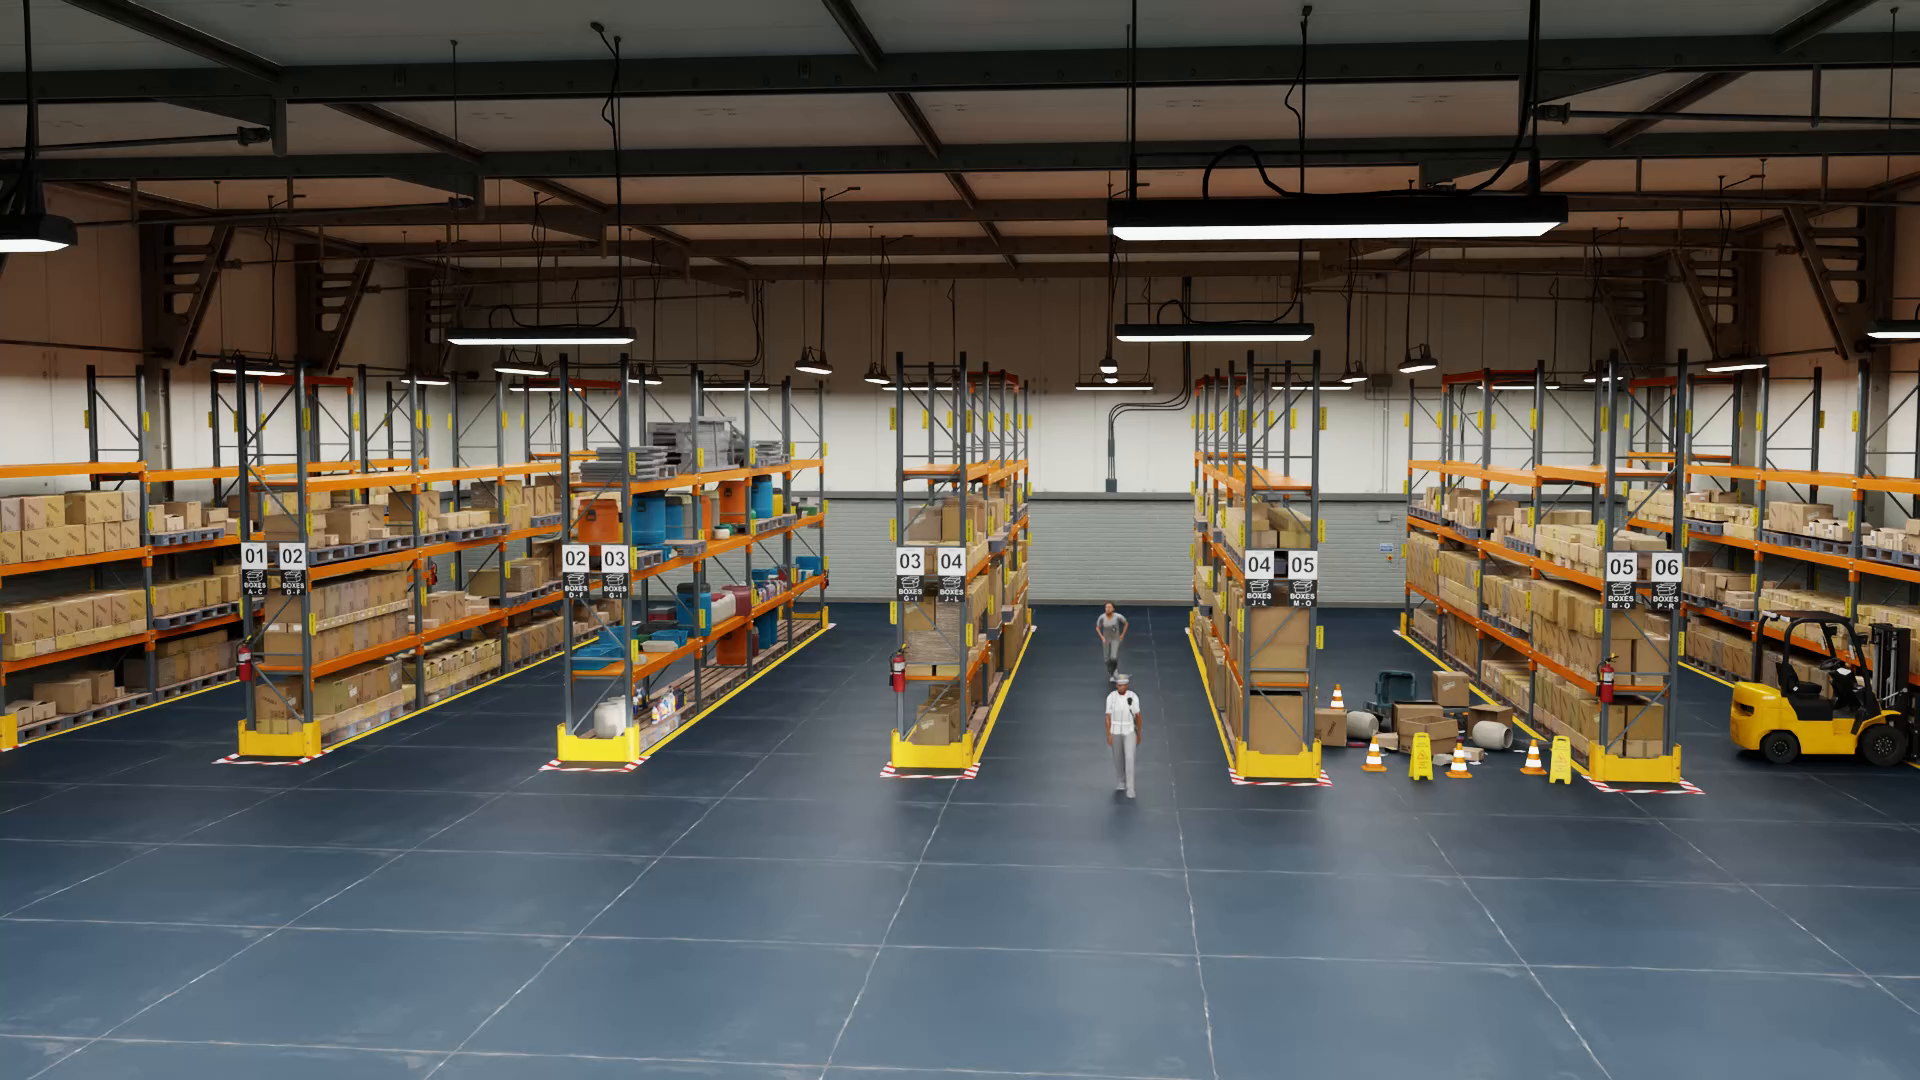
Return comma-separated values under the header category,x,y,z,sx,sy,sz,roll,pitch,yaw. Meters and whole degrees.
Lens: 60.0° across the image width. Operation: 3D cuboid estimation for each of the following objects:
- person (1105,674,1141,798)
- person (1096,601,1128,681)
category,x,y,z,sx,sy,sz,roll,pitch,yaw
person,2.170,2.590,22.192,0.464,1.625,0.992,1,4,13
person,2.929,1.945,31.952,0.595,1.583,0.700,1,4,16
